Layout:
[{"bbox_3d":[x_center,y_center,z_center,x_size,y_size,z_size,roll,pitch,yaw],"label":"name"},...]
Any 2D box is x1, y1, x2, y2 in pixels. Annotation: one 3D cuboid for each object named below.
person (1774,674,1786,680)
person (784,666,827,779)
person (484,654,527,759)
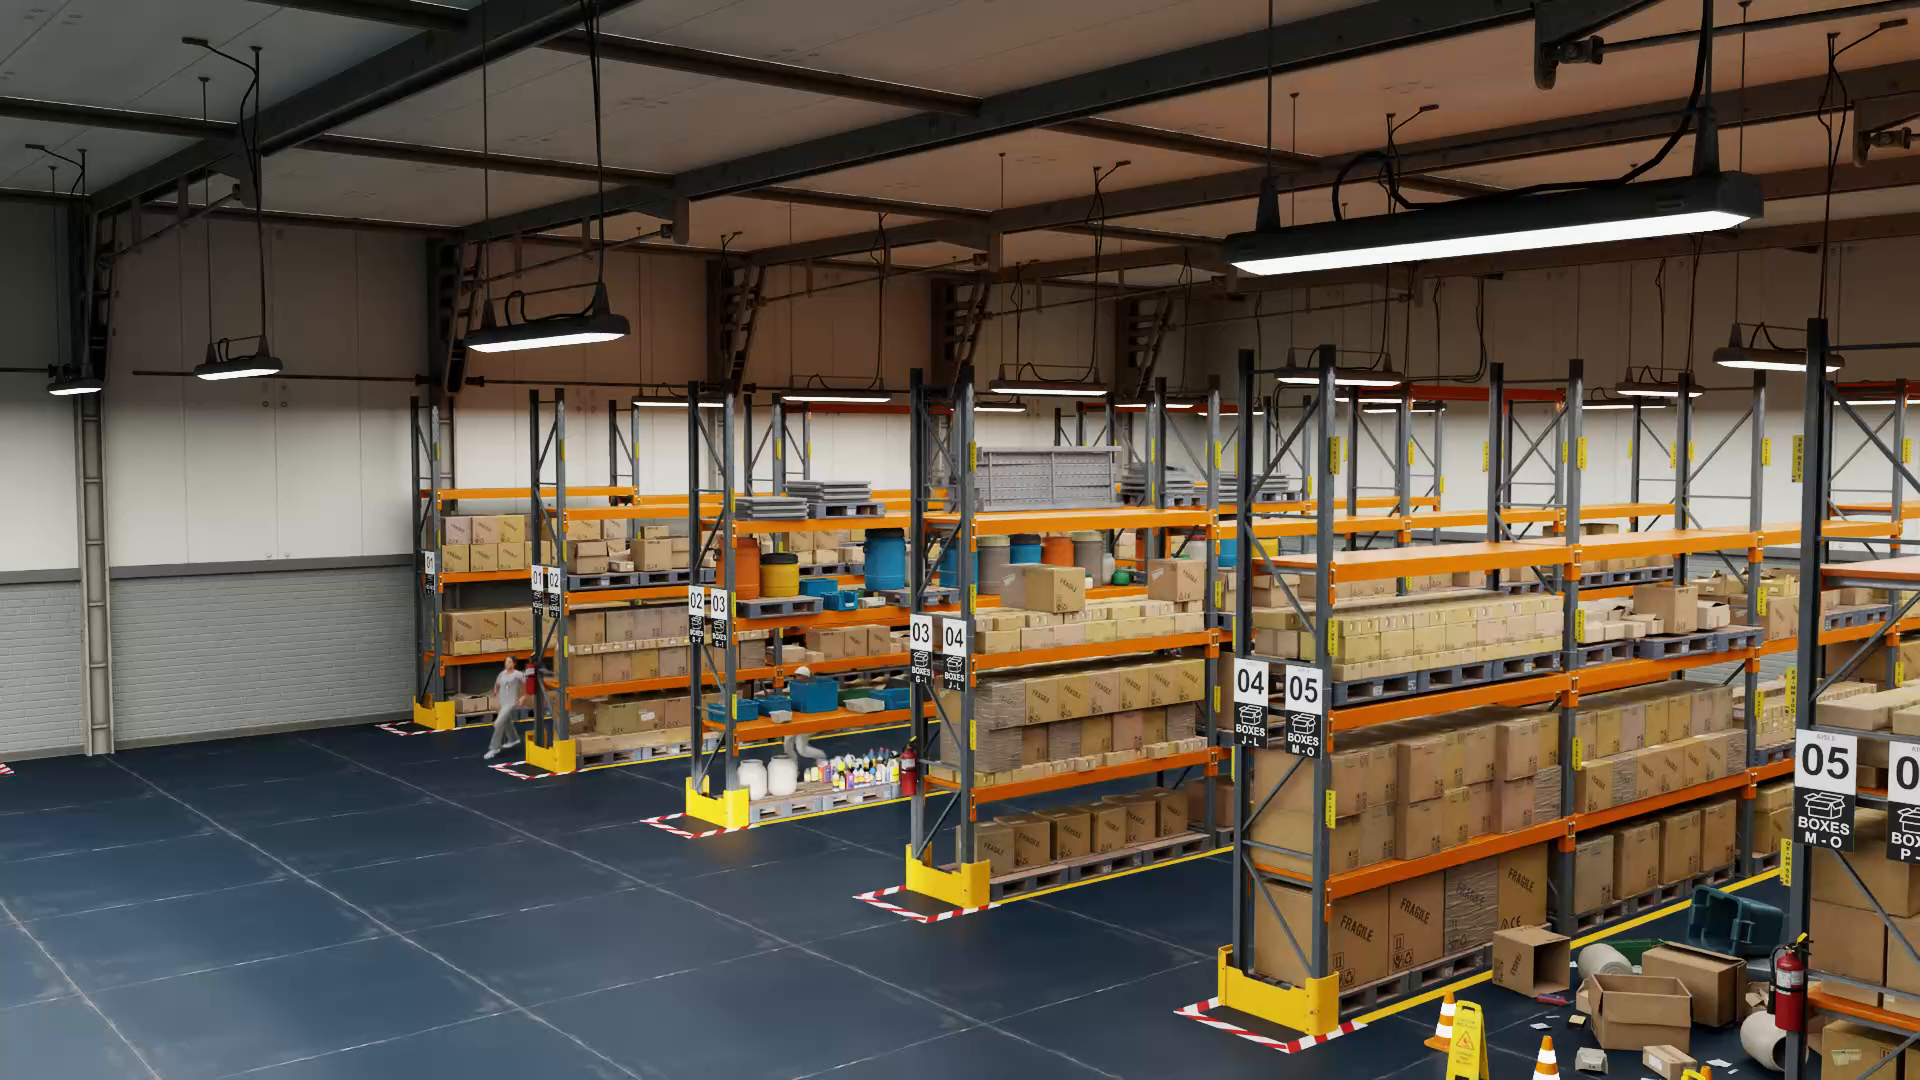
[{"bbox_3d":[12.401,2.857,25.008,0.667,1.691,0.684,-2,4,-31],"label":"person"},{"bbox_3d":[-2.424,2.798,25.503,0.770,1.729,0.709,-3,5,-44],"label":"person"},{"bbox_3d":[-7.447,2.722,27.408,0.647,1.689,0.840,2,4,33],"label":"person"}]
